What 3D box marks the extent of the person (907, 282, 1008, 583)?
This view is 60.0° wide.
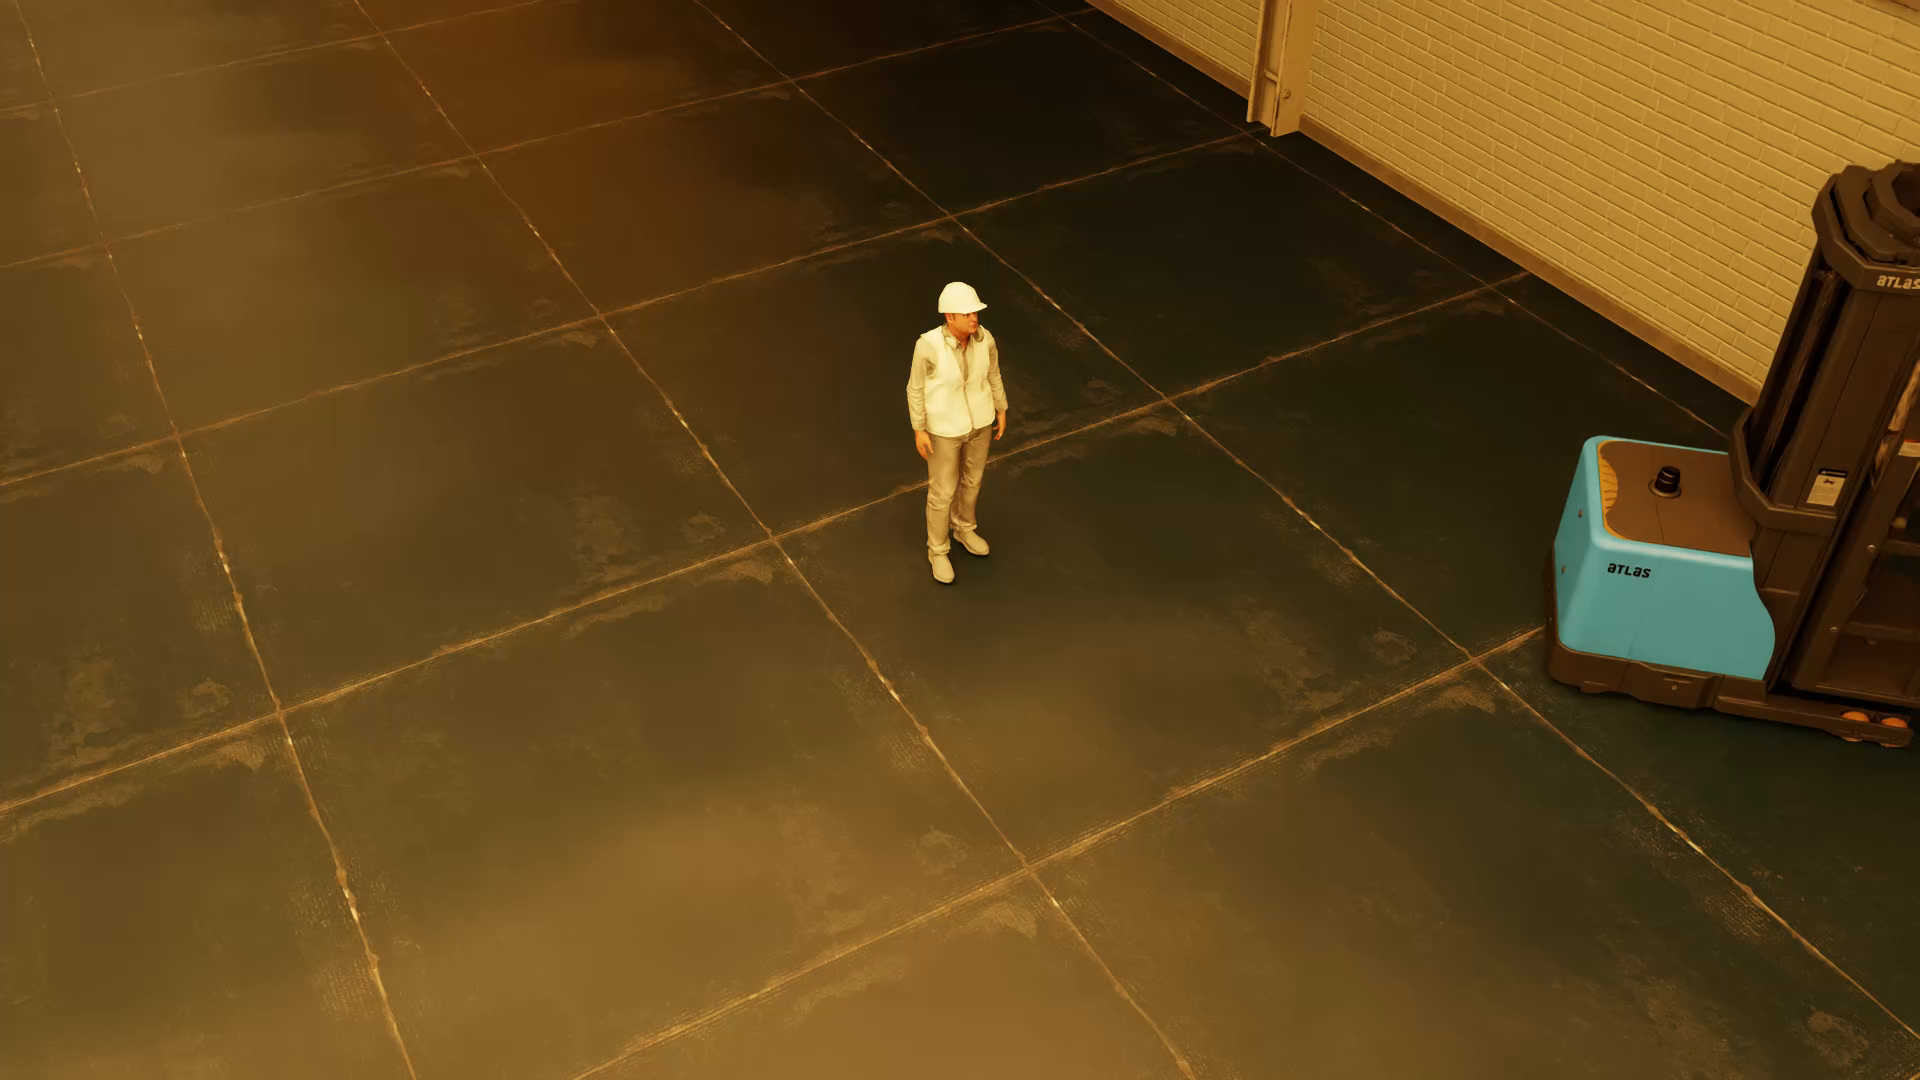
[{"bbox_3d":[0.024,-0.652,9.716,0.632,1.773,0.568,-20,44,-23],"label":"person"}]

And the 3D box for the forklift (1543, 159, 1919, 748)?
[{"bbox_3d":[4.870,-0.382,8.497,3.031,2.935,1.130,9,40,11],"label":"forklift"}]
